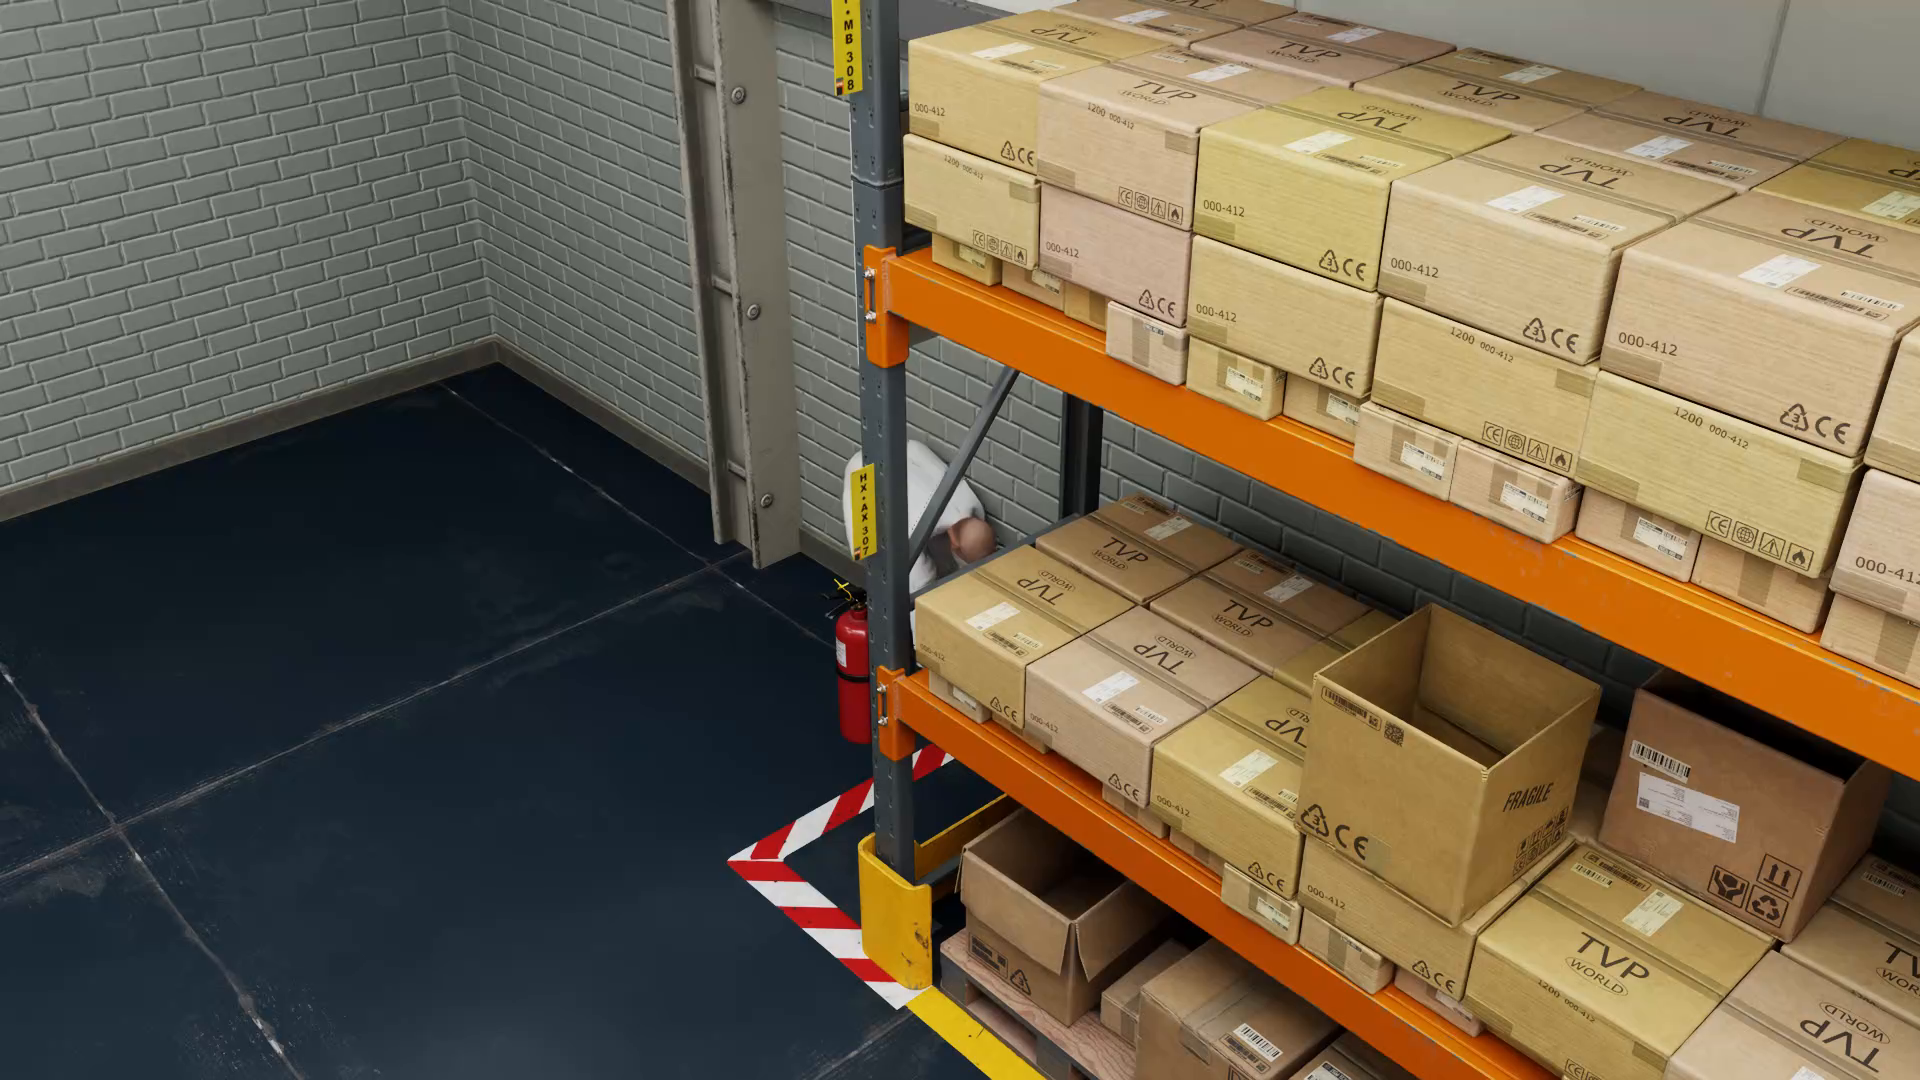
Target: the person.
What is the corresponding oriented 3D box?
[{"bbox_3d":[-0.150,0.121,7.611,0.578,1.089,0.949,-23,38,-32],"label":"person"}]
